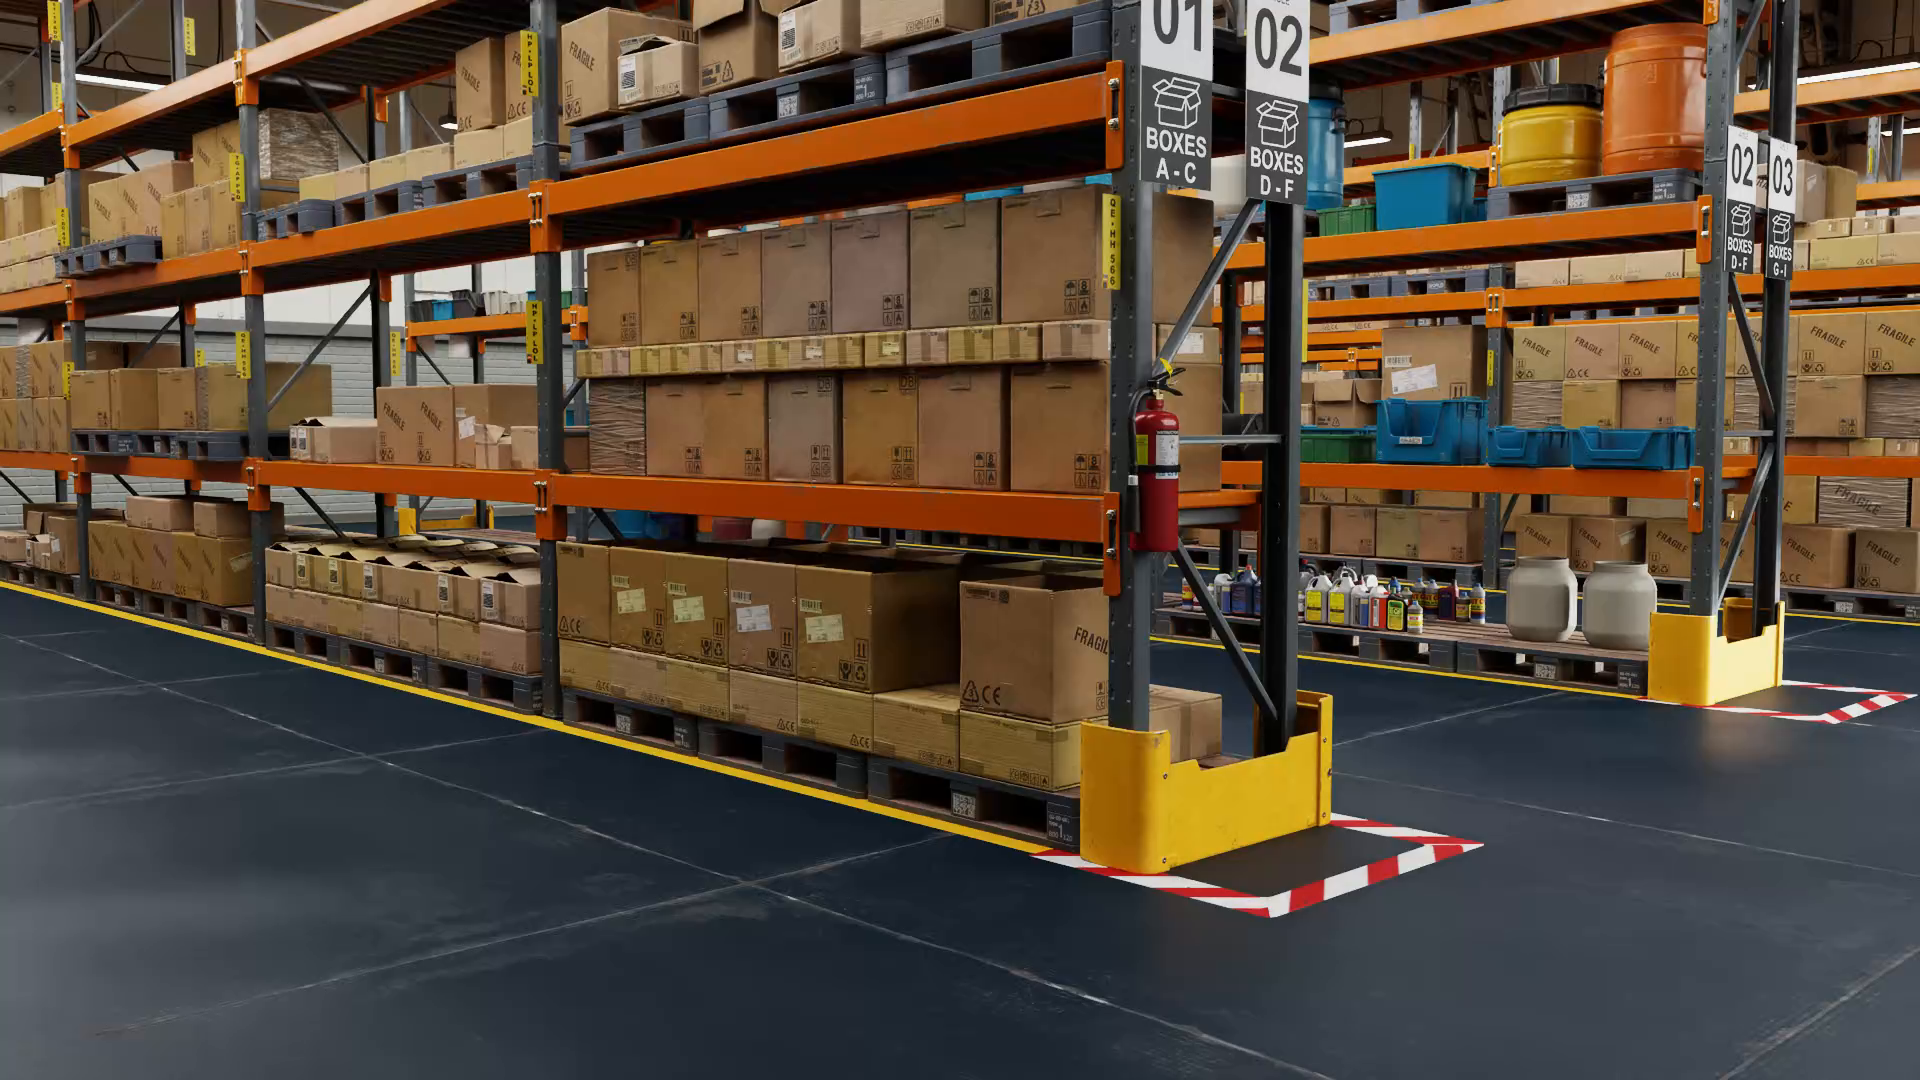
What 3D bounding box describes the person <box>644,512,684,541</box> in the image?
[{"bbox_3d":[-2.574,-0.323,14.947,0.614,1.629,0.478,4,6,45],"label":"person"}]
